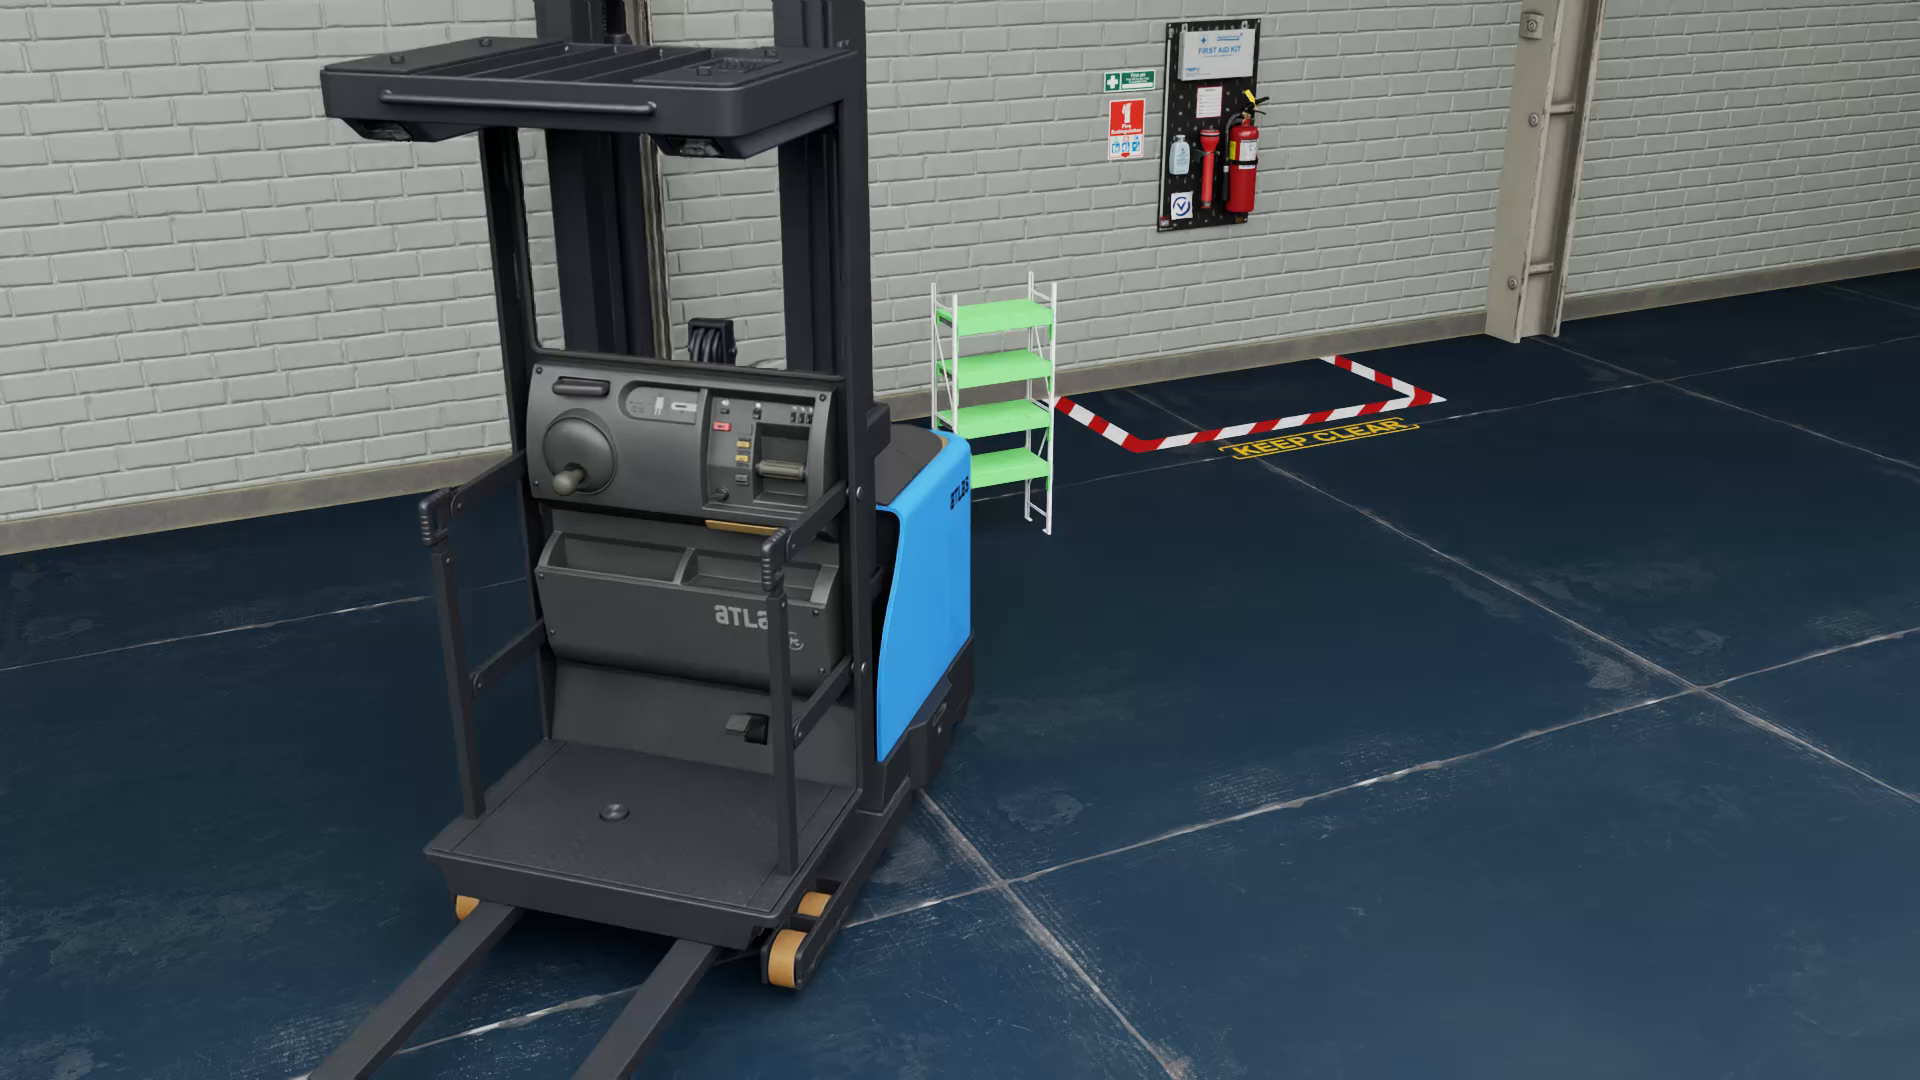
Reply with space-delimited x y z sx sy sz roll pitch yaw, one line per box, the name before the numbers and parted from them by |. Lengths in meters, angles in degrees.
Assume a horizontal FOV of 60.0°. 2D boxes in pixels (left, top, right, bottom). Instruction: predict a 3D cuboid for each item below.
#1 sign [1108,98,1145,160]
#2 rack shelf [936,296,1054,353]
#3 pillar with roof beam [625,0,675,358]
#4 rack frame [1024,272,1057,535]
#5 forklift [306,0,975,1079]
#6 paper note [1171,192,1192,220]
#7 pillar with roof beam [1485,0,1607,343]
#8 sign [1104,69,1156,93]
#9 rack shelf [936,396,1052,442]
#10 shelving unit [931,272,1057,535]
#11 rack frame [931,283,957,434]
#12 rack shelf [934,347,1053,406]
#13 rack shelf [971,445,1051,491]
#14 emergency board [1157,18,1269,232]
sign | 0.940 -2.320 9.385 0.234 0.329 0.001 -10 25 -24
rack shelf | 0.149 -0.966 7.428 0.480 0.148 0.258 -10 25 -24
pillar with roof beam | 0.187 -3.049 3.350 0.400 9.000 9.100 -10 25 -24
rack frame | 0.369 -0.622 7.685 0.015 1.200 0.240 -10 25 -24
forklift | -0.867 -0.258 4.541 1.130 2.935 3.031 7 23 16
paper note | 1.293 -1.947 9.683 0.142 0.148 0.016 -10 25 -24
pillar with roof beam | 5.593 -4.044 5.755 0.400 9.000 9.100 -10 25 -24
sign | 0.948 -2.562 9.278 0.331 0.109 0.001 -10 25 -24
rack shelf | 0.149 -0.523 7.611 0.480 0.148 0.258 -10 25 -24
shelving unit | 0.149 -0.582 7.587 0.503 1.200 0.258 -10 25 -24
rack frame | -0.071 -0.541 7.489 0.015 1.200 0.240 -10 25 -24
rack shelf | 0.149 -0.745 7.519 0.480 0.148 0.258 -10 25 -24
rack shelf | 0.149 -0.301 7.703 0.480 0.148 0.258 -10 25 -24
emergency board | 1.483 -2.359 9.528 0.643 1.169 0.194 -10 25 -24
